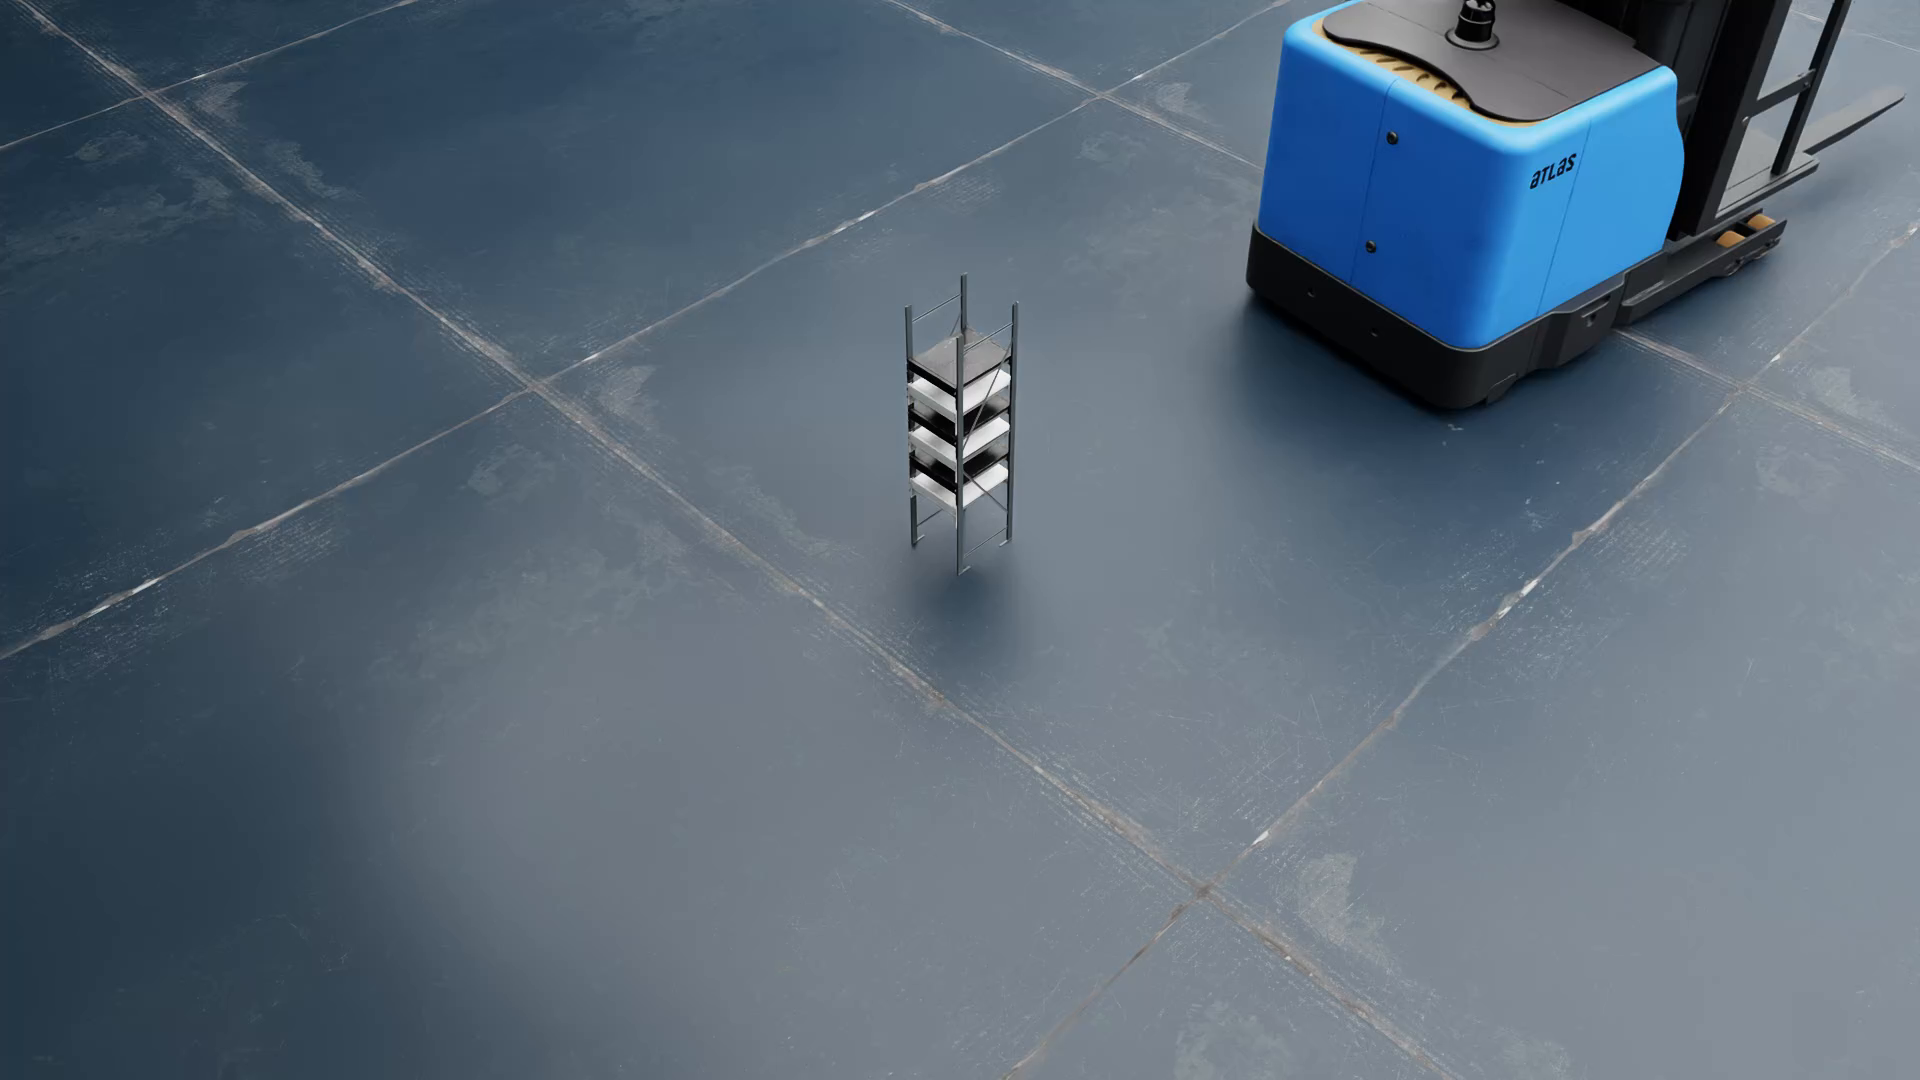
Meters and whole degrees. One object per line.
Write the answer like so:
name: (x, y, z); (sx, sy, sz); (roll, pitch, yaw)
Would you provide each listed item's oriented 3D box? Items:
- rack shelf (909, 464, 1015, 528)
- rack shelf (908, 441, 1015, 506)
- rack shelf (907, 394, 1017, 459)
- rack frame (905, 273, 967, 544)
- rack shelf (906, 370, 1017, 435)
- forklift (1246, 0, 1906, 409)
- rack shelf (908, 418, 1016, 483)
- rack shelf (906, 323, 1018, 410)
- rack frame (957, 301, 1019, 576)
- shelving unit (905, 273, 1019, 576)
rack shelf: (0.006, -0.170, 5.085); (0.258, 0.077, 0.200); (-34, 53, -31)
rack shelf: (0.006, -0.236, 5.024); (0.258, 0.077, 0.200); (-34, 53, -31)
rack shelf: (0.006, -0.368, 4.902); (0.258, 0.077, 0.200); (-34, 53, -31)
rack frame: (-0.066, -0.375, 4.993); (0.240, 0.900, 0.006); (-34, 53, -31)
rack shelf: (0.006, -0.434, 4.841); (0.258, 0.077, 0.200); (-34, 53, -31)
forklift: (2.545, -2.343, 5.625); (3.031, 2.935, 1.130); (-27, 49, -26)
rack shelf: (0.006, -0.302, 4.963); (0.258, 0.077, 0.200); (-34, 53, -31)
rack shelf: (0.006, -0.500, 4.780); (0.258, 0.077, 0.200); (-34, 53, -31)
rack frame: (0.078, -0.278, 4.888); (0.240, 0.900, 0.006); (-34, 53, -31)
shelving unit: (0.006, -0.327, 4.940); (0.258, 0.900, 0.210); (-34, 53, -31)
